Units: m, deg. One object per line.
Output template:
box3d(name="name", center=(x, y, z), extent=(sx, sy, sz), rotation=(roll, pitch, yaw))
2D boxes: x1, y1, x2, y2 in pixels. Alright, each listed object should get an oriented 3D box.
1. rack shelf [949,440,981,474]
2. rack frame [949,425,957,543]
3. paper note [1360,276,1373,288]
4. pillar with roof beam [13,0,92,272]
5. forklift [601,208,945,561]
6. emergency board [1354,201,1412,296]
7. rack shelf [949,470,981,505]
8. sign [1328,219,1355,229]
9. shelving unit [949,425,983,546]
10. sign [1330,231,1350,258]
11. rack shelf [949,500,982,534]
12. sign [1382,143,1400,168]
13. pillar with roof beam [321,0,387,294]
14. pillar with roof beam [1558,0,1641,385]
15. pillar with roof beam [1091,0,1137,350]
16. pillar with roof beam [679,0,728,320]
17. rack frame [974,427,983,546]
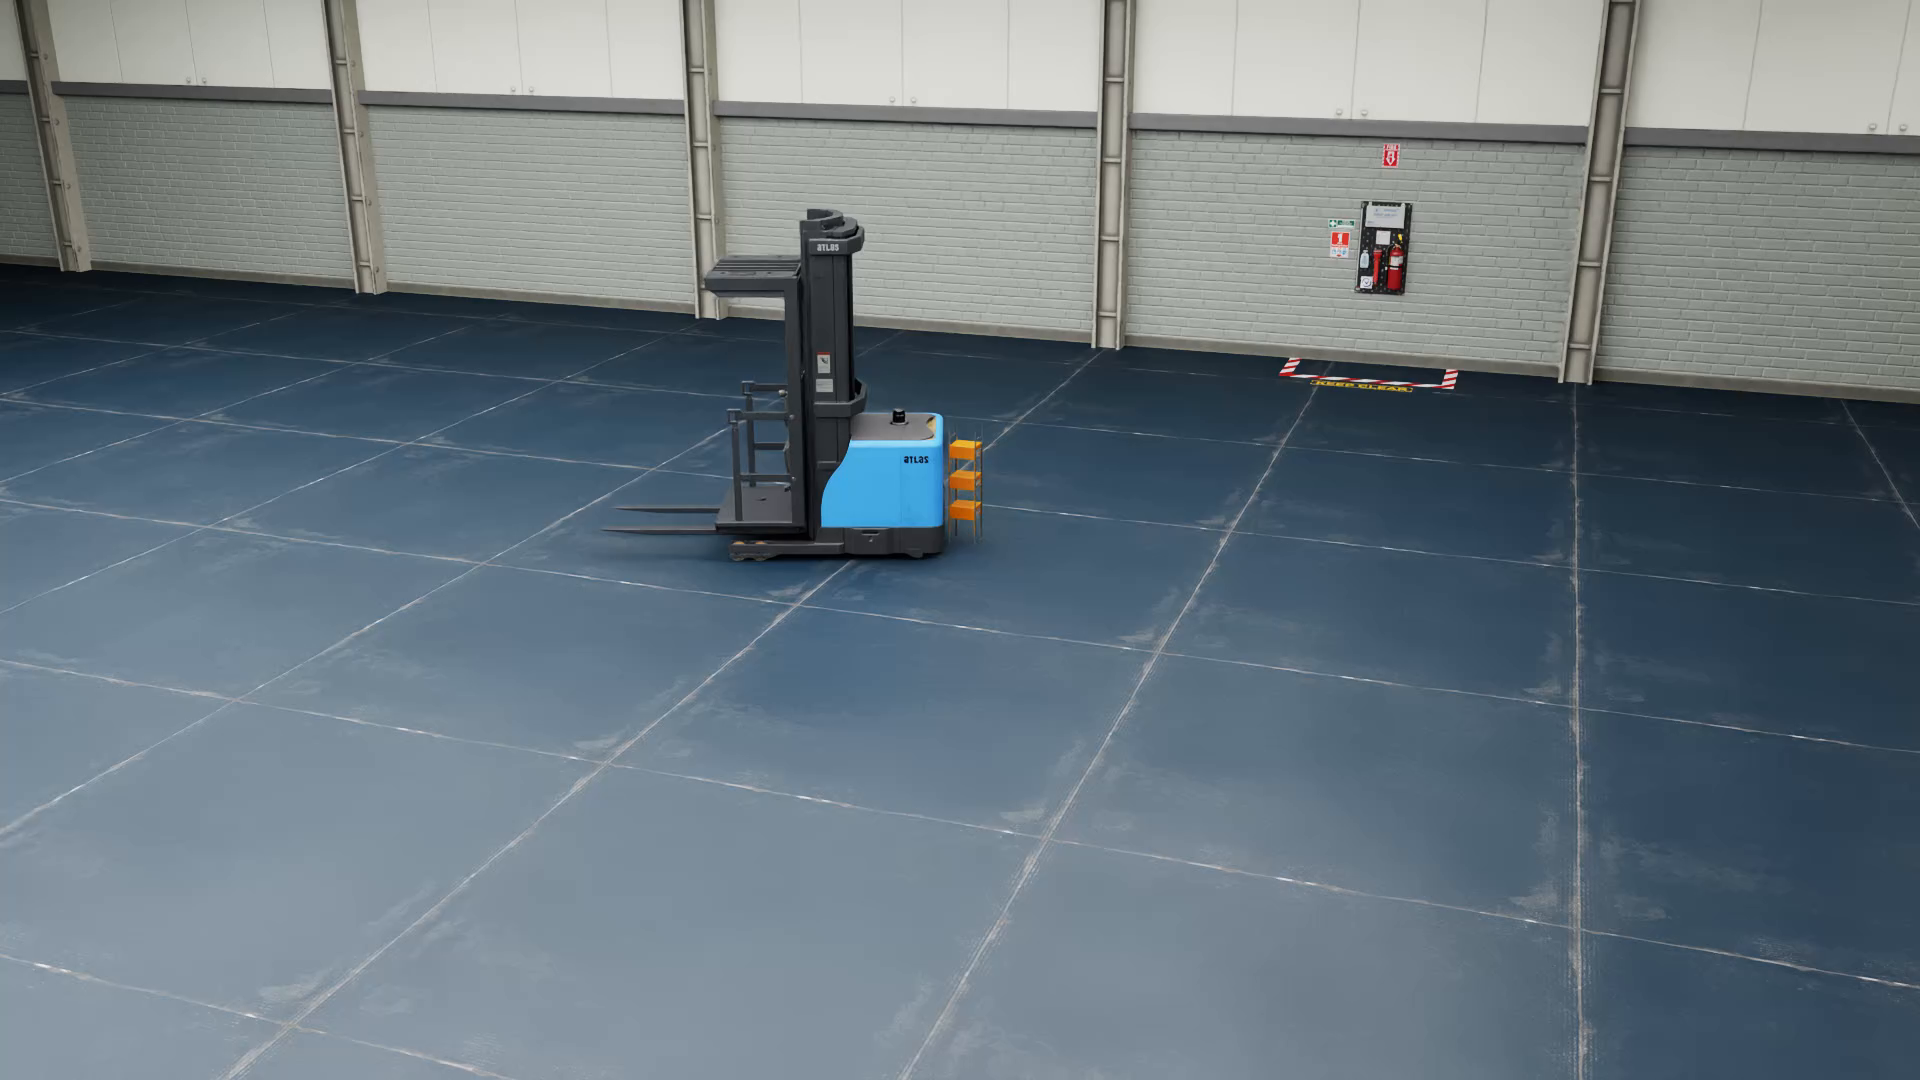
box3d(name="rack shelf", center=(0.051, -0.748, 14.797), extent=(0.240, 0.259, 0.215), rotation=(7, 20, 18))
box3d(name="rack frame", center=(-0.065, -0.503, 14.925), extent=(0.008, 1.050, 0.200), rotation=(7, 20, 18))
box3d(name="paper note", center=(5.219, -3.308, 21.347), extent=(0.142, 0.148, 0.016), rotation=(7, 20, 18))
box3d(name="pillar with roof beam", center=(-16.398, -7.491, 22.896), extent=(0.400, 9.000, 9.100), rotation=(7, 20, 18))
box3d(name="forklift", center=(-1.655, -1.375, 14.567), extent=(3.031, 2.935, 1.130), rotation=(0, 19, 0))
box3d(name="emergency board", center=(5.364, -3.683, 21.086), extent=(0.643, 1.169, 0.194), rotation=(7, 20, 18))
box3d(name="rack shelf", center=(0.051, -0.480, 14.890), extent=(0.240, 0.259, 0.215), rotation=(7, 20, 18))
box3d(name="sign", center=(4.877, -4.039, 21.246), extent=(0.331, 0.109, 0.001), rotation=(7, 20, 18))
box3d(name="shelving unit", center=(0.051, -0.490, 14.887), extent=(0.252, 1.050, 0.215), rotation=(7, 20, 18))
box3d(name="sign", center=(4.876, -3.792, 21.343), extent=(0.234, 0.329, 0.001), rotation=(7, 20, 18))
box3d(name="rack shelf", center=(0.051, -0.218, 14.982), extent=(0.240, 0.259, 0.215), rotation=(7, 20, 18))
box3d(name="sign", center=(5.389, -4.810, 20.795), extent=(0.199, 0.298, 0.001), rotation=(7, 20, 18))
box3d(name="pillar with roof beam", center=(-10.730, -6.843, 21.036), extent=(0.400, 9.000, 9.100), rotation=(7, 20, 18))
box3d(name="pillar with roof beam", center=(6.273, -4.899, 15.458), extent=(0.400, 9.000, 9.100), rotation=(7, 20, 18))
box3d(name="pillar with roof beam", center=(0.605, -5.547, 17.318), extent=(0.400, 9.000, 9.100), rotation=(7, 20, 18))
box3d(name="pillar with roof beam", center=(-5.062, -6.195, 19.177), extent=(0.400, 9.000, 9.100), rotation=(7, 20, 18))
box3d(name="rack frame", center=(0.166, -0.477, 14.849), extent=(0.008, 1.050, 0.200), rotation=(7, 20, 18))
